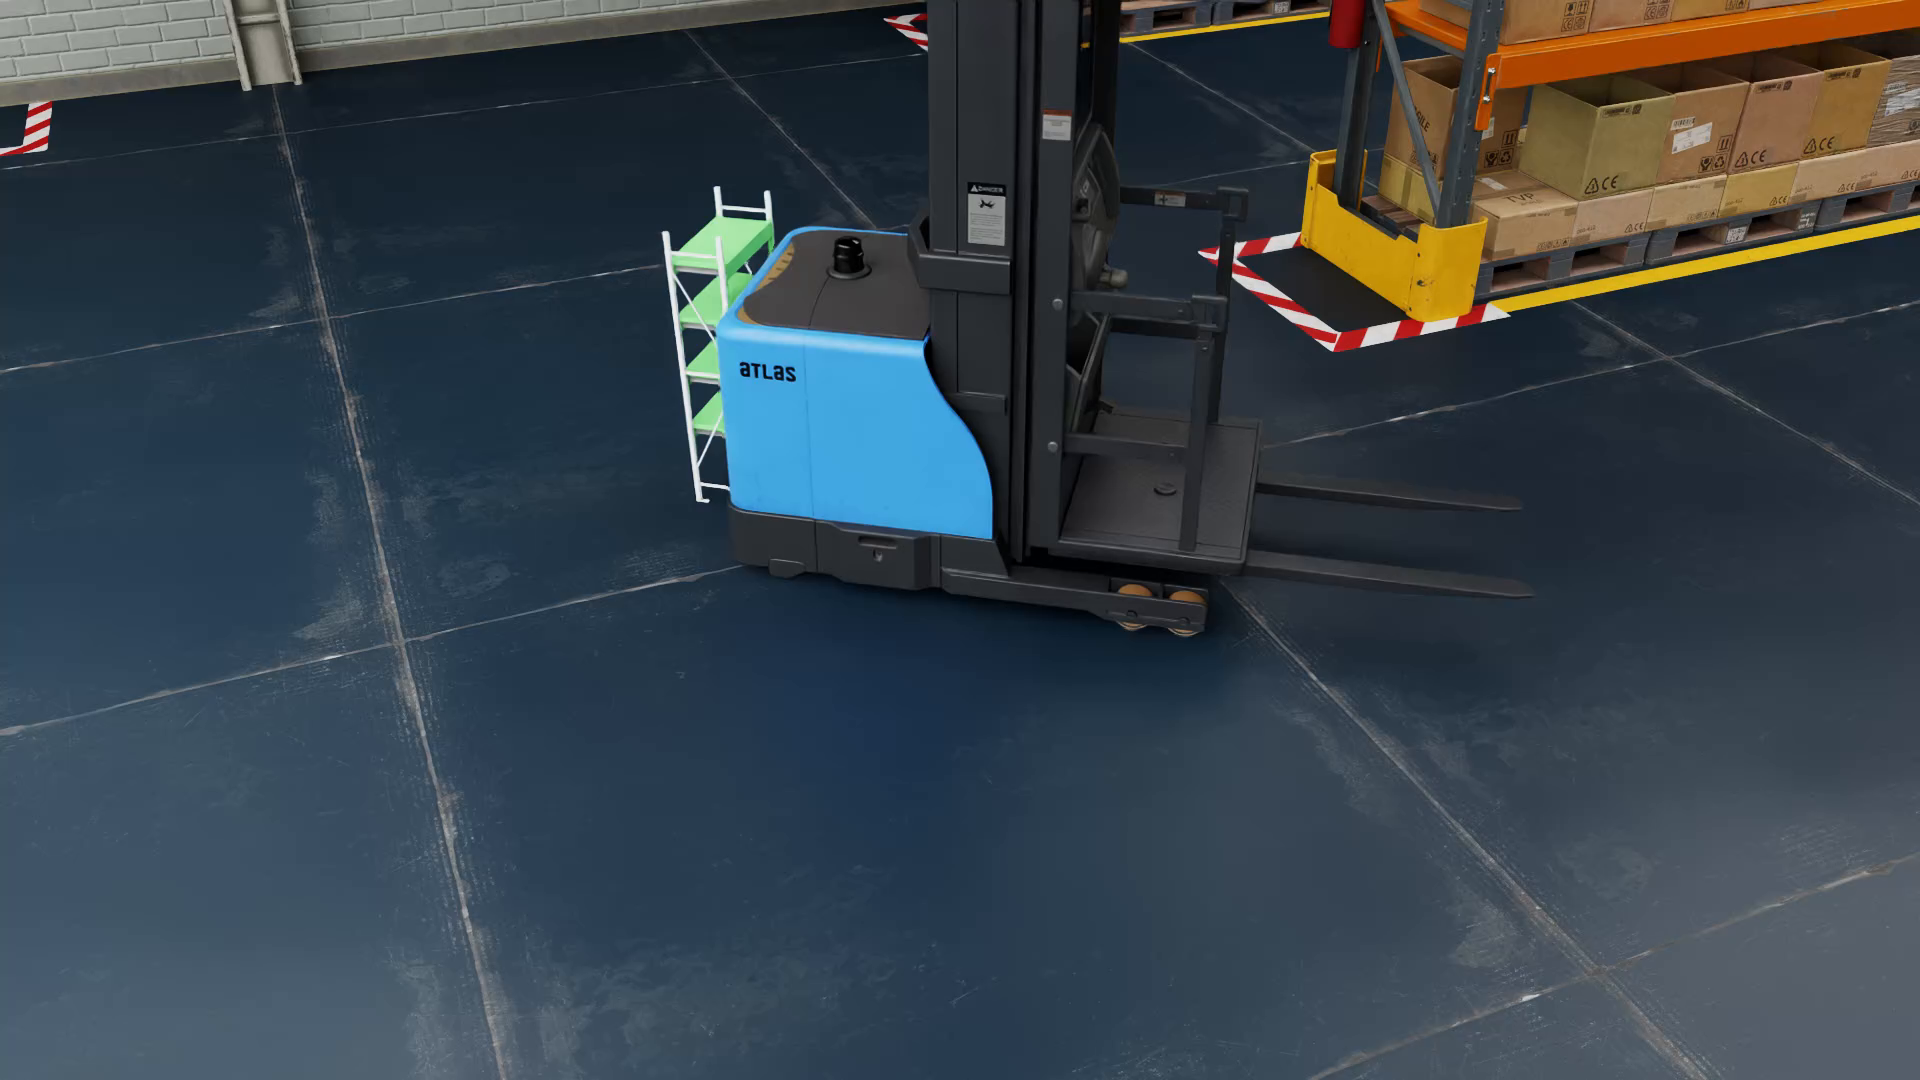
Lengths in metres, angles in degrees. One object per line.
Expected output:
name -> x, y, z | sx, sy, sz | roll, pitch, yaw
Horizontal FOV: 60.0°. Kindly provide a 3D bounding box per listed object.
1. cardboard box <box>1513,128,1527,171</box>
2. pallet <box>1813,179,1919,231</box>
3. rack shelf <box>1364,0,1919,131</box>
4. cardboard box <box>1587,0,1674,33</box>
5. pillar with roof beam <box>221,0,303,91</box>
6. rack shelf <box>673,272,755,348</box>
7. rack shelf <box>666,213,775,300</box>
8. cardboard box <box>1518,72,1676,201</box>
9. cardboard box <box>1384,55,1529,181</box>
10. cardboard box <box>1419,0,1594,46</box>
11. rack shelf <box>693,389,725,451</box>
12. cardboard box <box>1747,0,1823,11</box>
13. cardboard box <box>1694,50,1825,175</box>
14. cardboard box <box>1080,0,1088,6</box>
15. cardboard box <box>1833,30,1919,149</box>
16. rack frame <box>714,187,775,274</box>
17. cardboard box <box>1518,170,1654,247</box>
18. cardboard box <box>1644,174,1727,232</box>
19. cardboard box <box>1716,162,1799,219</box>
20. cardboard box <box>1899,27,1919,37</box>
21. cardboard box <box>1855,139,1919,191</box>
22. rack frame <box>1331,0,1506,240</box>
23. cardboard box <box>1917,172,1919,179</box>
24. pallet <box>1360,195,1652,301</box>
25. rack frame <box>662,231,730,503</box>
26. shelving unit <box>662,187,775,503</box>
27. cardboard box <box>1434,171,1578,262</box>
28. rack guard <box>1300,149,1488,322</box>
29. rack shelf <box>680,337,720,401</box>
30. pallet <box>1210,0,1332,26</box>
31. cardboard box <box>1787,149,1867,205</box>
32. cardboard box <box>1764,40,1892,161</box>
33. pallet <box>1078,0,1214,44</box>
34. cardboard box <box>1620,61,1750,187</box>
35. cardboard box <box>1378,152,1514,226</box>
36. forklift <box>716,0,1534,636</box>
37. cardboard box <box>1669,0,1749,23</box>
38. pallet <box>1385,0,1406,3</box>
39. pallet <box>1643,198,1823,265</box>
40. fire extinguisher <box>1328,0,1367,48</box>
cardboard box -> 3.127, -2.084, 9.339 | 0.500, 0.250, 0.500 | -13, 35, -19
pallet -> 5.230, -2.216, 9.963 | 1.213, 0.211, 1.003 | -13, 35, -19
rack shelf -> 4.135, -2.808, 8.975 | 4.000, 0.370, 1.077 | -13, 35, -19
cardboard box -> 3.209, -2.935, 8.419 | 0.500, 0.500, 0.700 | -12, 35, -18
pillar with roof beam -> -3.185, -4.844, 5.943 | 0.400, 9.000, 9.100 | -13, 35, -19
rack shelf -> -0.941, -0.932, 6.754 | 0.258, 0.148, 0.480 | 8, 34, 15
rack shelf -> -0.947, -1.134, 6.624 | 0.258, 0.148, 0.480 | 8, 34, 15
cardboard box -> 3.332, -2.133, 8.727 | 0.500, 0.500, 0.500 | -13, 35, -19
cardboard box -> 2.670, -2.288, 8.965 | 0.500, 0.500, 0.500 | -13, 35, -19
cardboard box -> 2.726, -2.822, 8.244 | 0.500, 0.500, 0.700 | -13, 35, -19
rack shelf -> -0.929, -0.528, 7.012 | 0.258, 0.148, 0.480 | 8, 34, 15
cardboard box -> 4.153, -3.150, 8.749 | 0.500, 0.500, 0.700 | -12, 35, -18
cardboard box -> 4.256, -2.342, 9.048 | 0.500, 0.500, 0.500 | -13, 35, -19
cardboard box -> 1.043, -4.336, 12.726 | 0.500, 0.311, 0.500 | -17, 37, -24
cardboard box -> 5.171, -2.562, 9.386 | 0.500, 0.500, 0.500 | -13, 35, -19
rack frame -> -0.867, -0.912, 7.044 | 0.240, 1.200, 0.015 | 8, 34, 15
cardboard box -> 3.331, -1.820, 8.933 | 0.500, 0.250, 0.500 | -13, 35, -19
cardboard box -> 3.792, -1.925, 9.095 | 0.500, 0.250, 0.500 | -13, 35, -19
cardboard box -> 4.255, -2.028, 9.253 | 0.500, 0.250, 0.500 | -13, 35, -19
cardboard box -> 5.430, -2.929, 9.950 | 0.500, 0.500, 0.500 | -13, 35, -19
cardboard box -> 5.171, -2.247, 9.589 | 0.500, 0.250, 0.500 | -13, 35, -19
rack frame -> 2.291, -2.688, 8.130 | 0.127, 3.000, 1.000 | -13, 35, -19
cardboard box -> 5.636, -2.348, 9.744 | 0.500, 0.250, 0.500 | -13, 35, -19
pallet -> 2.980, -1.701, 9.171 | 1.213, 0.211, 1.003 | -13, 35, -19
rack frame -> -1.006, -0.657, 6.652 | 0.240, 1.200, 0.015 | 8, 34, 15
shelving unit -> -0.936, -0.784, 6.848 | 0.258, 1.200, 0.503 | 8, 34, 15
cardboard box -> 2.872, -1.712, 8.768 | 0.500, 0.250, 0.500 | -13, 35, -19
rack guard -> 2.269, -1.635, 8.804 | 0.348, 0.500, 1.175 | -13, 35, -19
rack shelf -> -0.935, -0.730, 6.883 | 0.258, 0.148, 0.480 | 8, 34, 15
pallet -> 2.326, -4.434, 13.371 | 1.213, 0.211, 1.003 | -13, 35, -19
cardboard box -> 4.716, -2.134, 9.416 | 0.500, 0.250, 0.500 | -13, 35, -19
cardboard box -> 4.711, -2.455, 9.221 | 0.500, 0.500, 0.500 | -13, 35, -19
pallet -> 1.203, -4.179, 12.979 | 1.213, 0.211, 1.003 | -13, 35, -19
cardboard box -> 3.788, -2.245, 8.899 | 0.500, 0.500, 0.500 | -13, 35, -19
cardboard box -> 2.671, -1.973, 9.168 | 0.500, 0.250, 0.500 | -13, 35, -19
forklift -> 0.671, -1.189, 5.890 | 3.031, 2.935, 1.130 | 7, 34, 10
cardboard box -> 3.669, -3.037, 8.575 | 0.500, 0.500, 0.700 | -13, 35, -19
pallet -> 3.452, -4.694, 13.770 | 1.213, 0.211, 1.003 | -13, 35, -19
pallet -> 4.103, -1.957, 9.564 | 1.213, 0.211, 1.003 | -13, 35, -19
fire extinguisher -> 2.002, -2.864, 8.472 | 0.183, 0.674, 0.296 | -13, 35, -19
